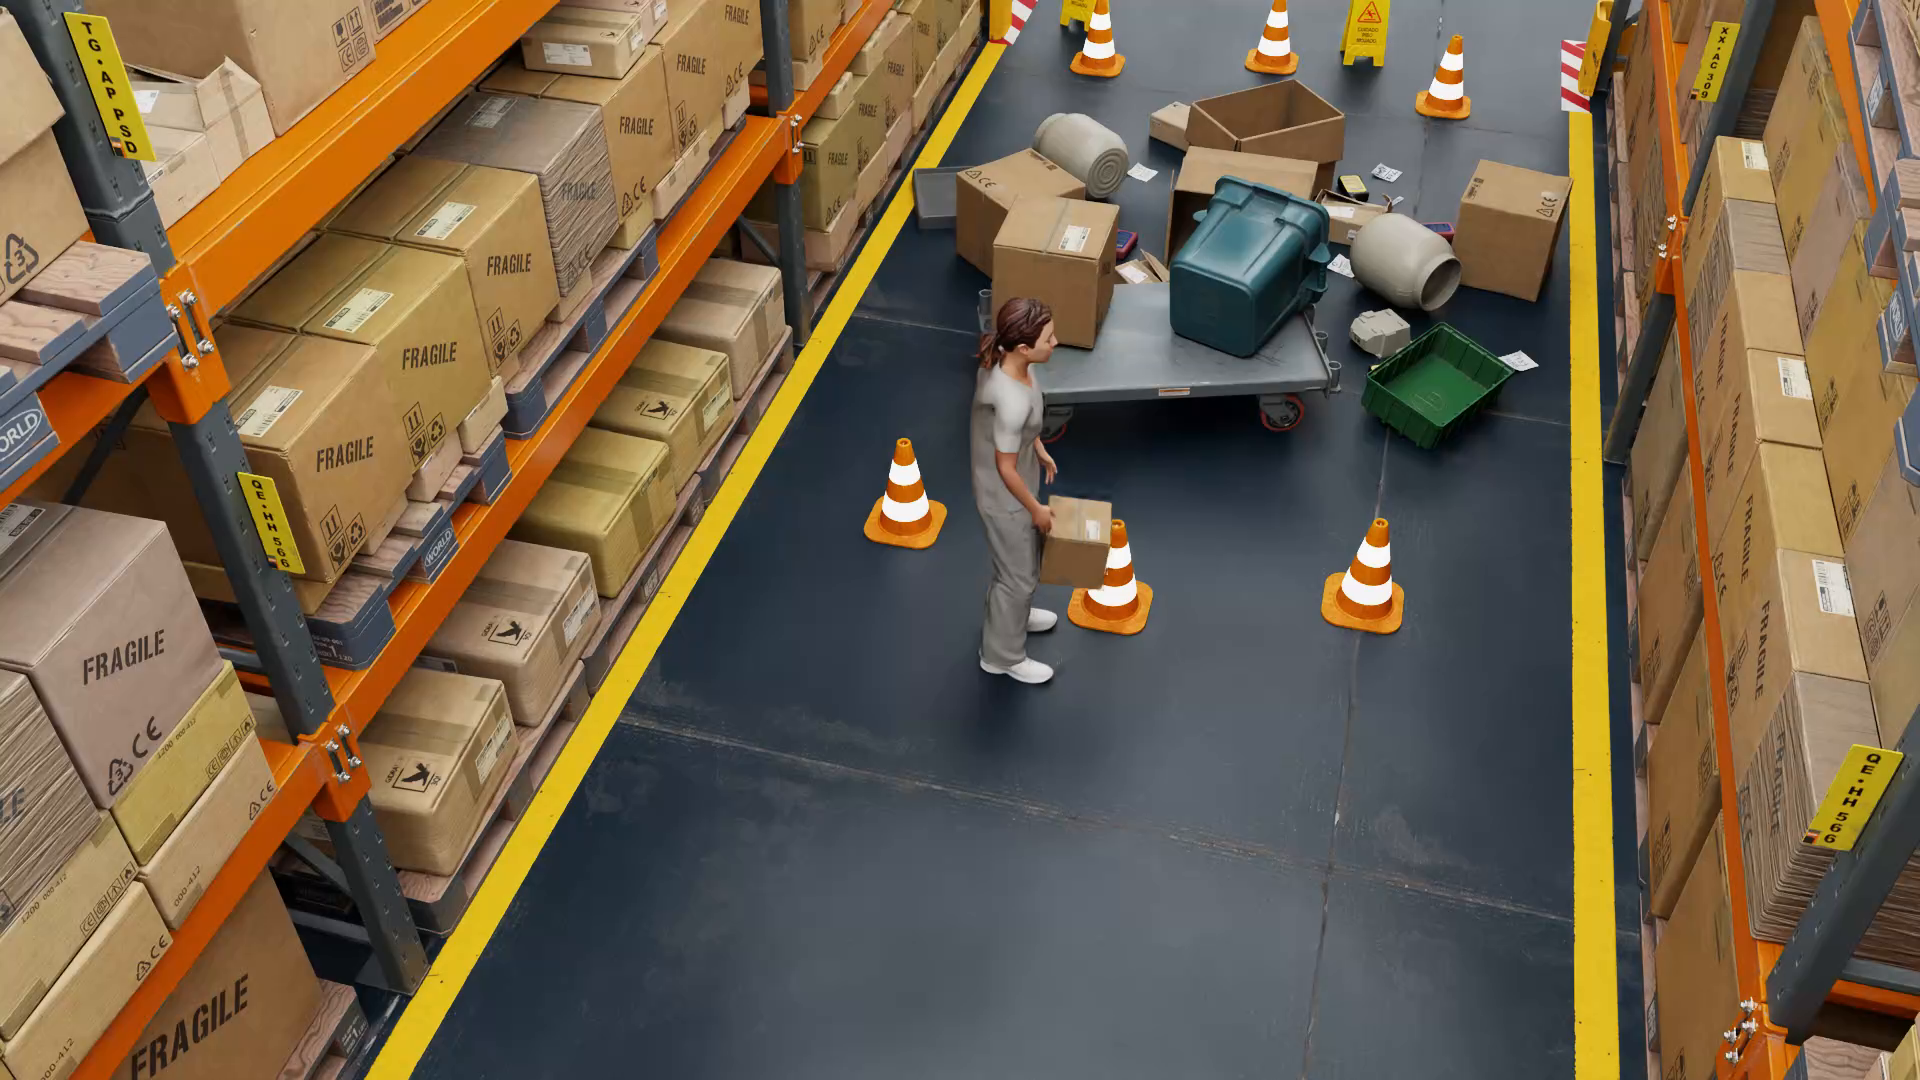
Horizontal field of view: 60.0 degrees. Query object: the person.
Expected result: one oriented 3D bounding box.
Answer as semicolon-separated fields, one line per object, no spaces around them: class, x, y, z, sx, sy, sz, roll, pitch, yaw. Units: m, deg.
person;0.218;-0.201;6.387;0.364;1.676;0.474;3;41;3
